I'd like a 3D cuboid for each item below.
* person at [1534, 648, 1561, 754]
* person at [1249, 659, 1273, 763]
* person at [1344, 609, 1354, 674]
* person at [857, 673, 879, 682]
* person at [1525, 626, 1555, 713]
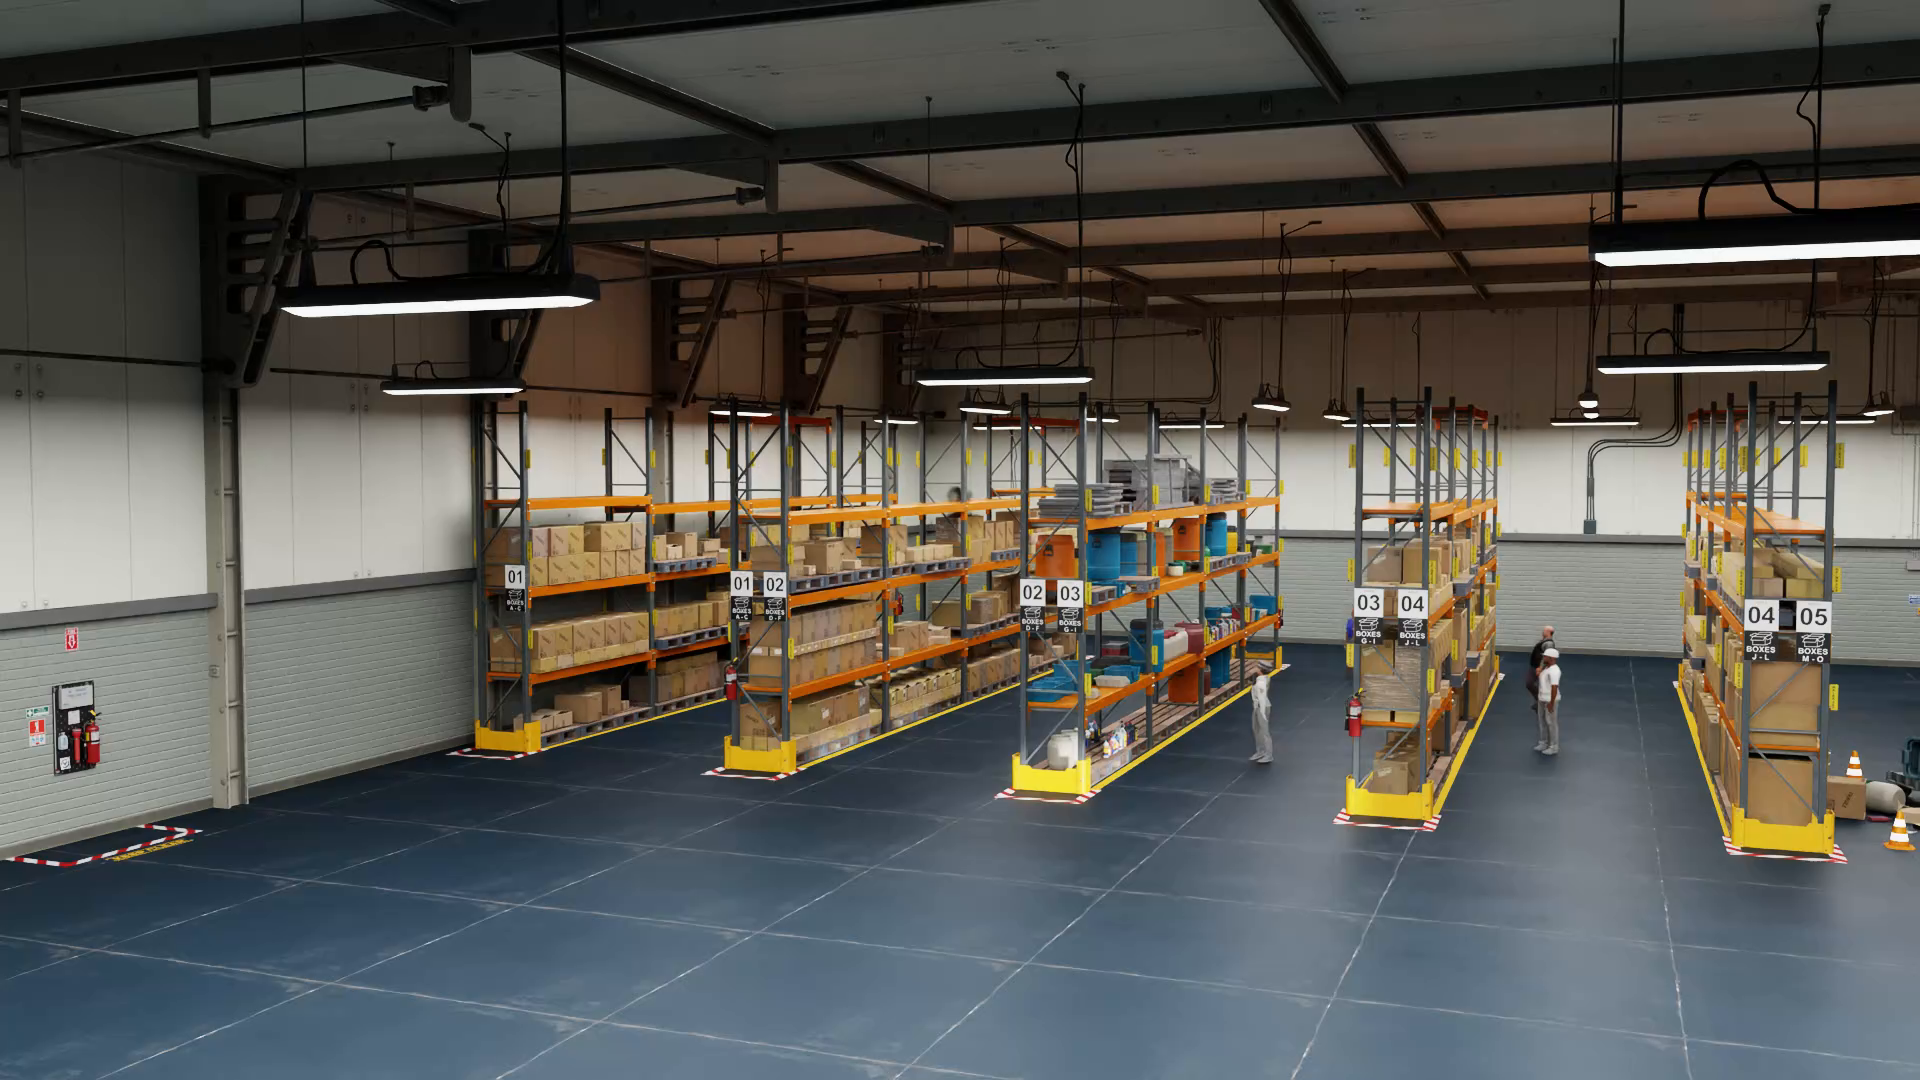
[{"bbox_3d":[10.028,2.729,28.321,0.413,1.771,0.612,0,3,-8],"label":"person"},{"bbox_3d":[4.967,2.827,27.513,0.393,1.724,0.617,0,3,3],"label":"person"},{"bbox_3d":[8.955,2.343,37.729,0.475,1.622,0.665,1,3,19],"label":"person"},{"bbox_3d":[-1.945,2.505,35.758,0.580,1.566,0.565,-2,4,-40],"label":"person"},{"bbox_3d":[11.478,2.546,32.849,0.549,1.708,0.581,-1,3,-19],"label":"person"}]
